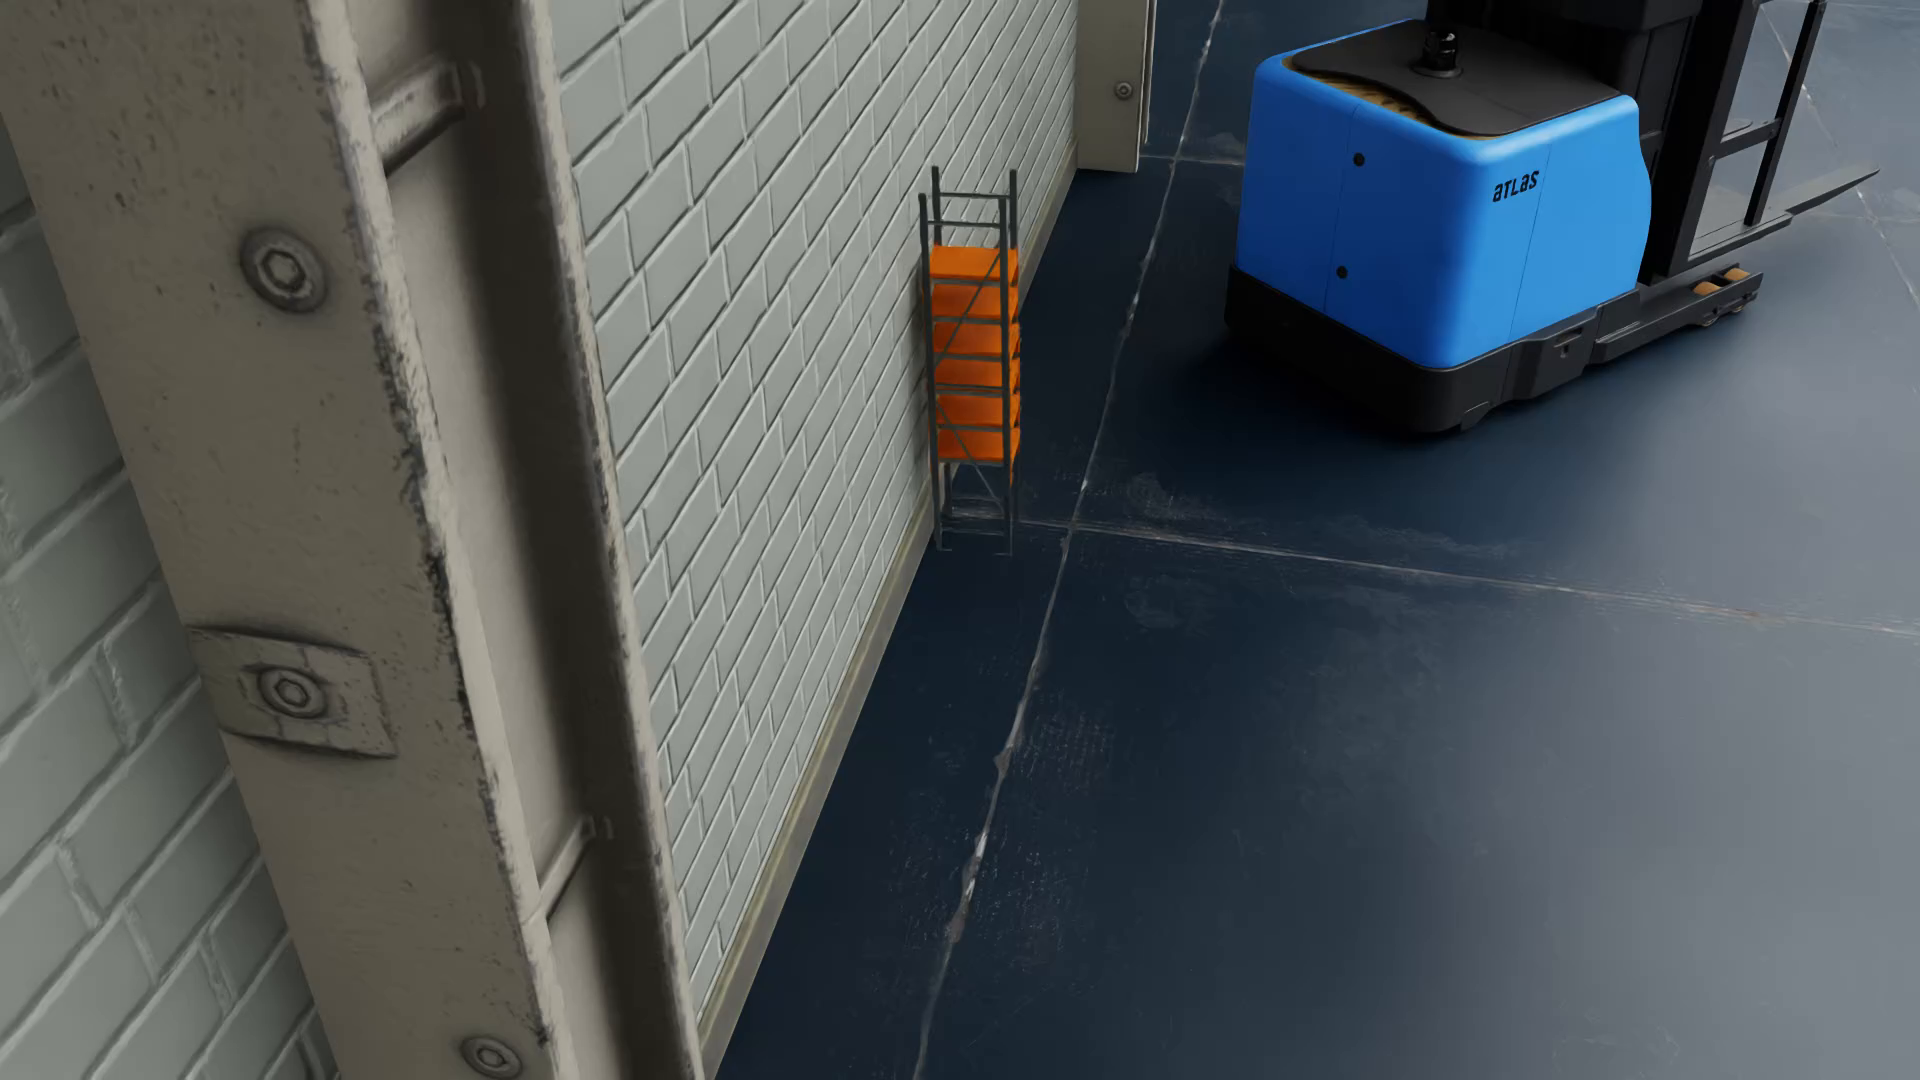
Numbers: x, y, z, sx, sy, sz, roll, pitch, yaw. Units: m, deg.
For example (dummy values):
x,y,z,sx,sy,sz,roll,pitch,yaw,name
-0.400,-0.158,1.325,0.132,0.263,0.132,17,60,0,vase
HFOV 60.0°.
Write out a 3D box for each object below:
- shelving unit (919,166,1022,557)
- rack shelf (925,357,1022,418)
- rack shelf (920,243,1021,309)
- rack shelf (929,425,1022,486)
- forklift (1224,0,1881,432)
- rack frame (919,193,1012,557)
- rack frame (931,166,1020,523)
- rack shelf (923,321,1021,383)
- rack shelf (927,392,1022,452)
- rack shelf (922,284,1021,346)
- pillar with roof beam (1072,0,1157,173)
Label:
x,y,z,sx,sy,sz,roll,pitch,yaw,name
0.040,-0.496,4.905,0.258,1.200,0.189,5,37,9,shelving unit
0.042,-0.461,4.931,0.258,0.103,0.180,5,37,9,rack shelf
0.031,-0.751,4.718,0.258,0.103,0.180,5,37,9,rack shelf
0.049,-0.267,5.072,0.258,0.103,0.180,5,37,9,rack shelf
2.490,-2.235,5.837,3.031,2.935,1.130,-23,42,-28,forklift
0.025,-0.443,4.832,0.240,1.200,0.006,5,37,9,rack frame
0.056,-0.550,4.977,0.240,1.200,0.006,5,37,9,rack frame
0.038,-0.557,4.860,0.258,0.103,0.180,5,37,9,rack shelf
0.045,-0.364,5.002,0.258,0.103,0.180,5,37,9,rack shelf
0.035,-0.654,4.789,0.258,0.103,0.180,5,37,9,rack shelf
4.897,-4.903,4.346,9.100,9.000,0.400,7,37,10,pillar with roof beam
